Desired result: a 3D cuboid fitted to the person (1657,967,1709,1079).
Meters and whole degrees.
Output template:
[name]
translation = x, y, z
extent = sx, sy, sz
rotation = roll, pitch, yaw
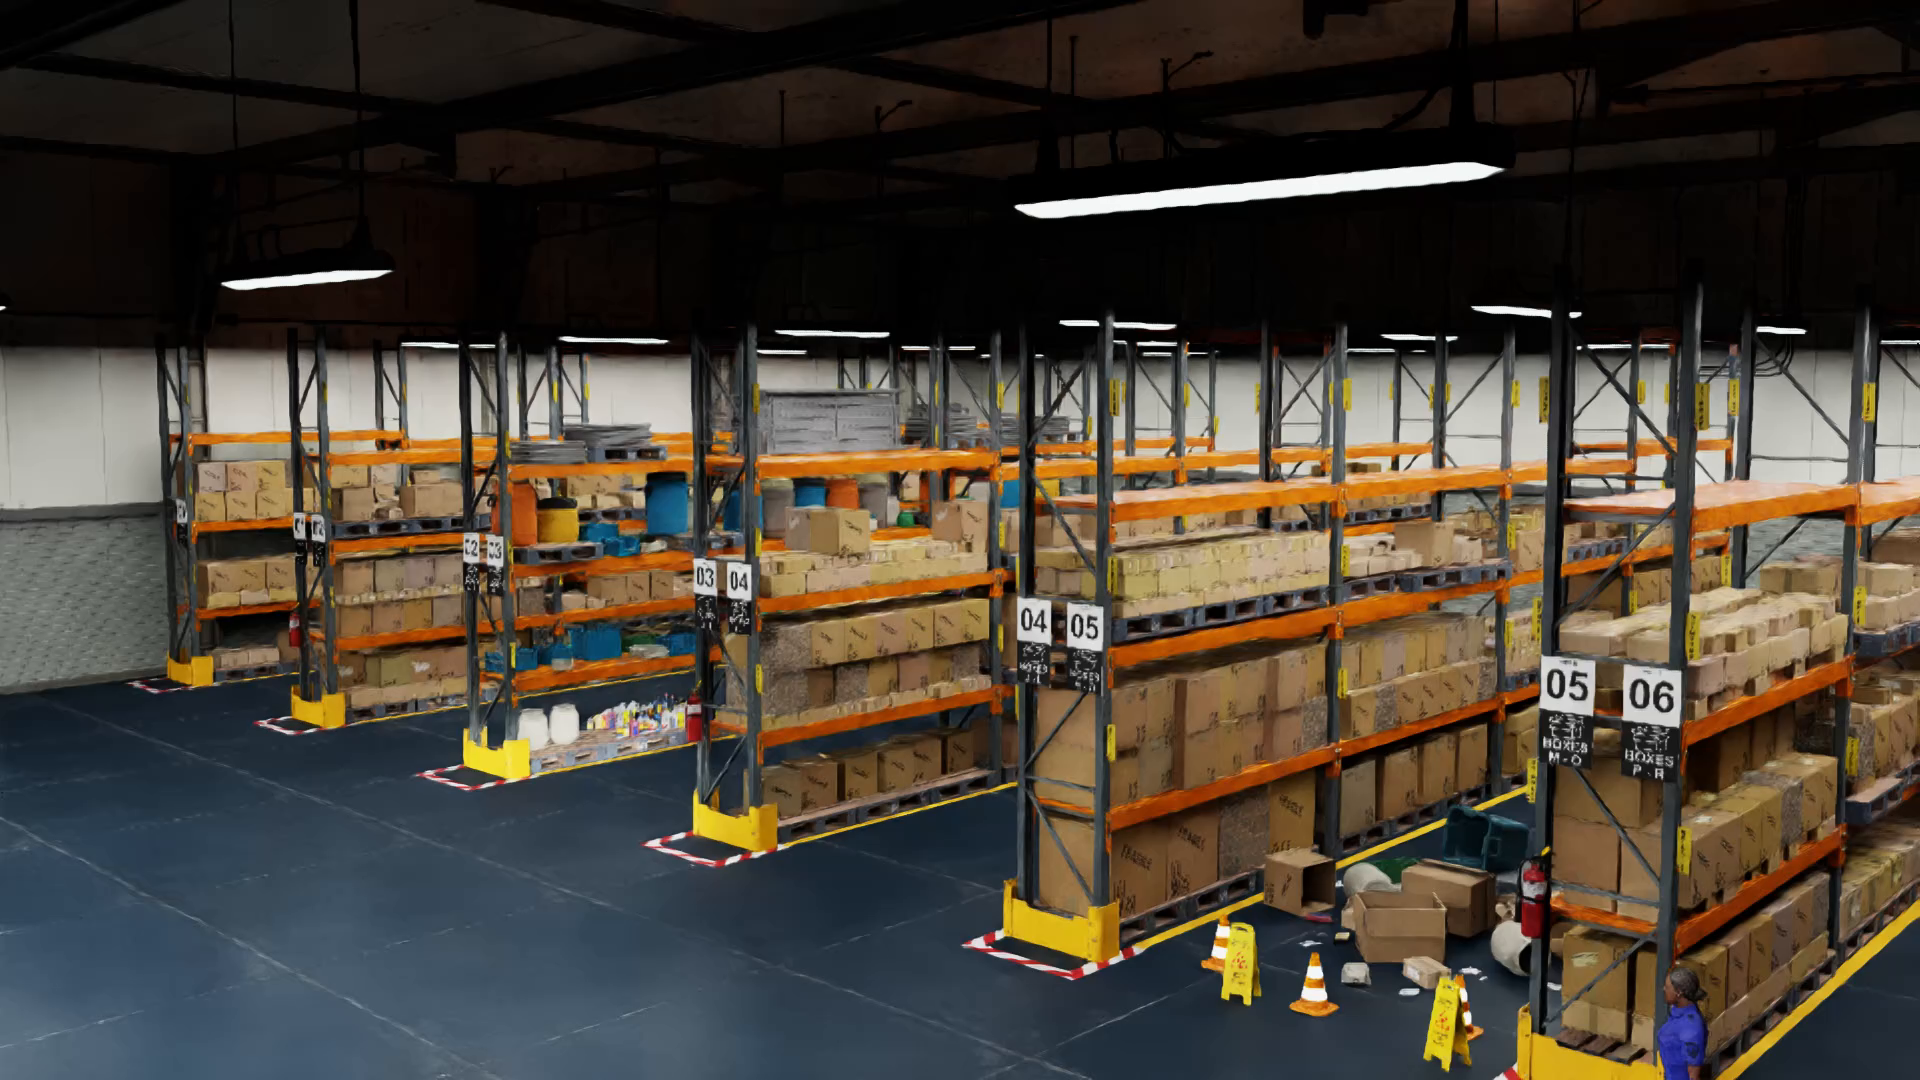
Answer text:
[person]
translation = 4.470, 3.412, 10.058
extent = 0.534, 1.650, 0.571
rotation = 1, 6, 15
